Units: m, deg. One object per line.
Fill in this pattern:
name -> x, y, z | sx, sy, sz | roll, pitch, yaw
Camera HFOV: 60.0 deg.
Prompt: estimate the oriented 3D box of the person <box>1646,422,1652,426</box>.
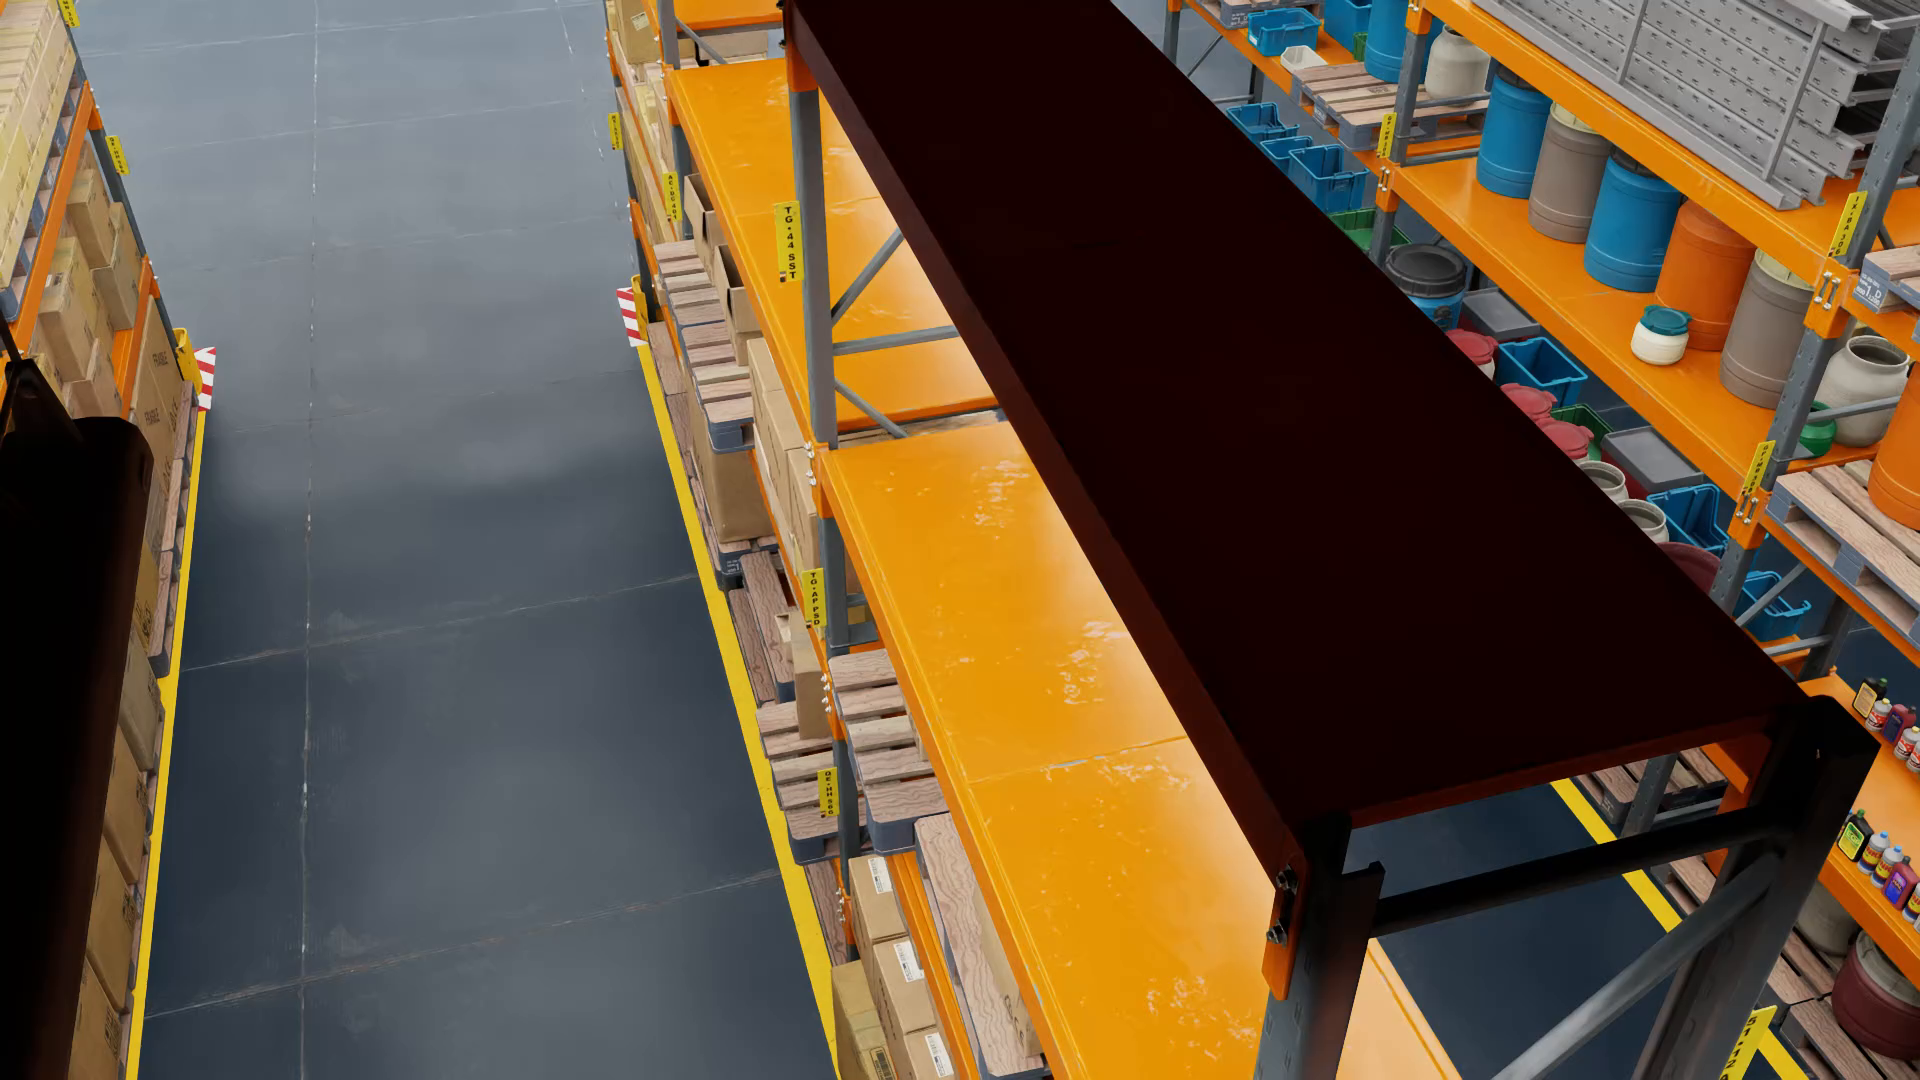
person -> 5.171, -0.600, 12.185 | 0.565, 1.719, 0.460 | -11, 40, -13
